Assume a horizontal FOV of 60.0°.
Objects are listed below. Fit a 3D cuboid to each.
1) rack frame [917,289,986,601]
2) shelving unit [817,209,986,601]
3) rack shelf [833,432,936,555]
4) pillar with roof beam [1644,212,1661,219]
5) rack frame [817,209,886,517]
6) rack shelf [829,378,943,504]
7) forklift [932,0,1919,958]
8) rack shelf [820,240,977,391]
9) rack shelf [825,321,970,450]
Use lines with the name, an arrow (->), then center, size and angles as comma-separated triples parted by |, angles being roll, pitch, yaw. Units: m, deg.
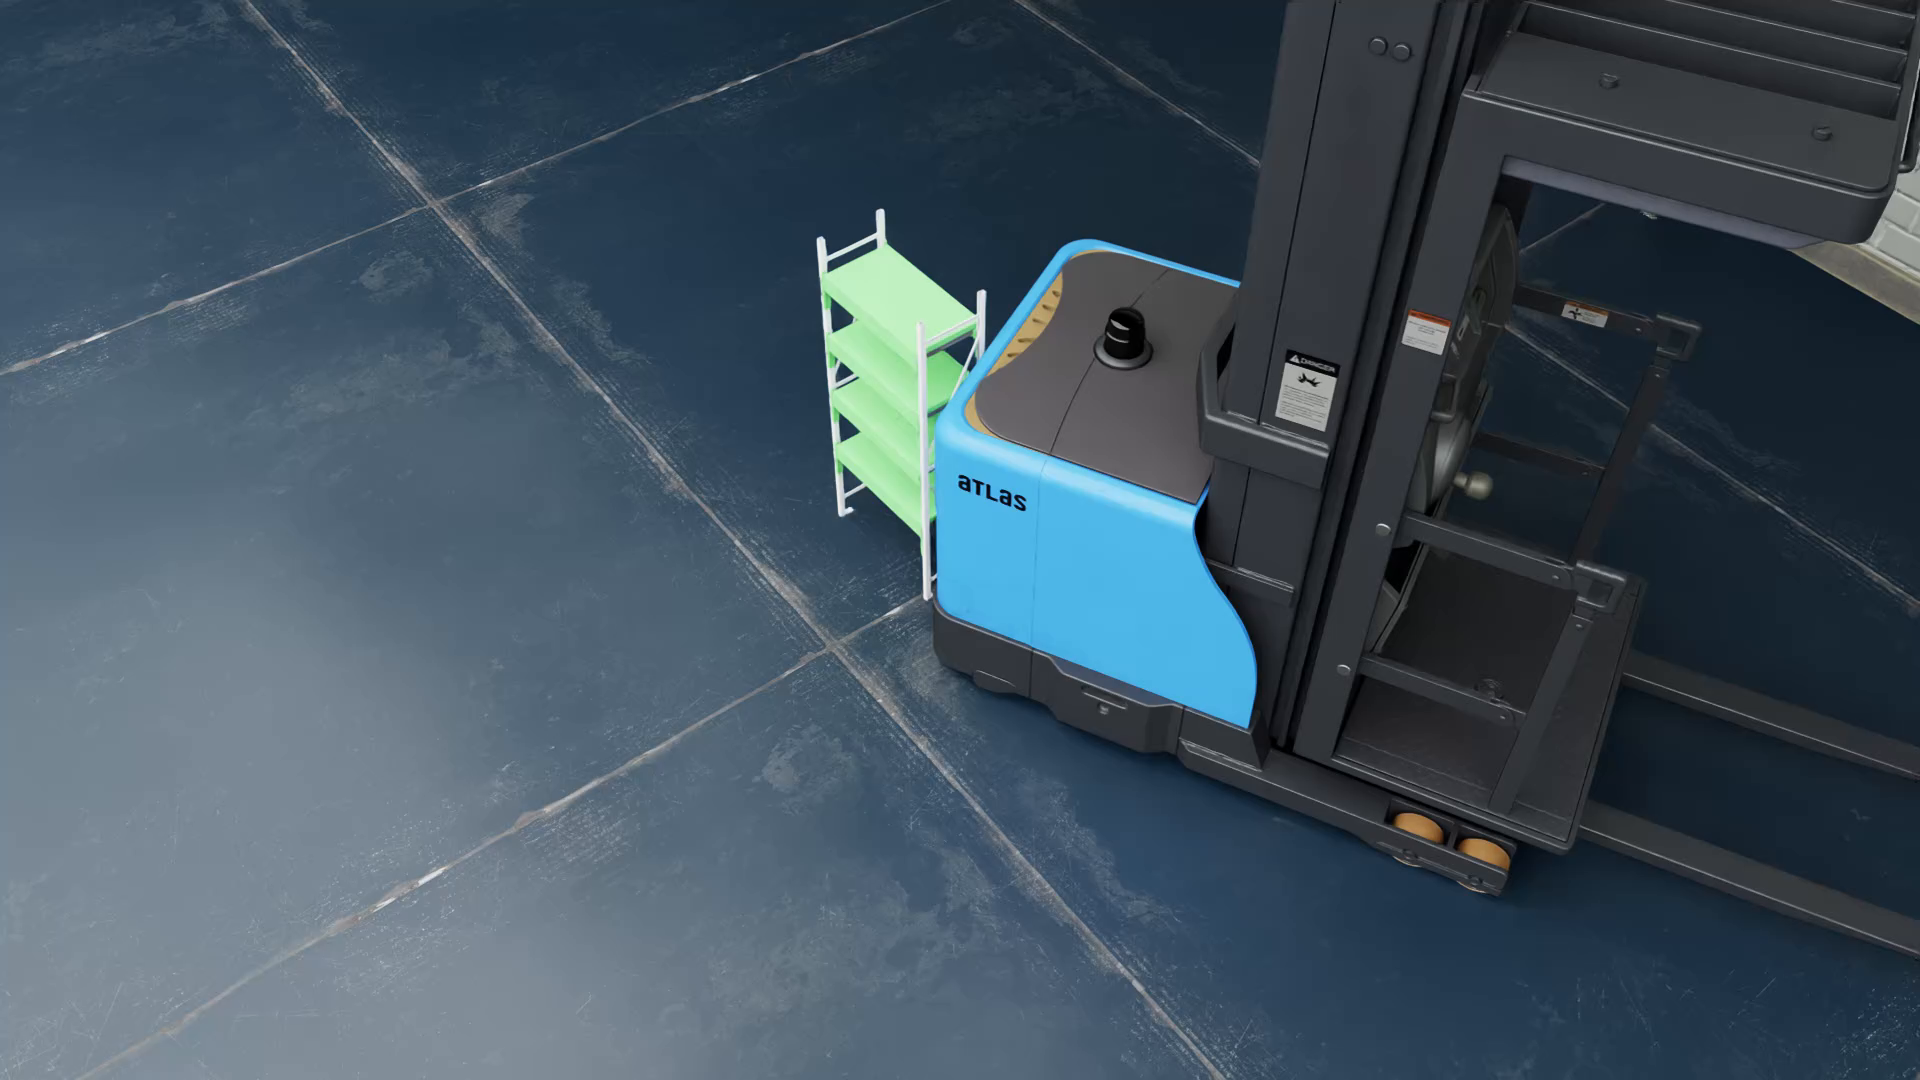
rack frame -> -0.024, -0.259, 5.175 | 0.240, 1.200, 0.015 | -31, 55, -25
shelving unit -> -0.175, -0.400, 5.303 | 0.258, 1.200, 0.503 | -31, 55, -25
rack shelf -> -0.175, -0.196, 5.528 | 0.258, 0.148, 0.480 | -31, 55, -25
pillar with roof beam -> -0.516, -2.618, 2.049 | 9.100, 9.000, 0.400 | -29, 54, -24
rack frame -> -0.327, -0.542, 5.431 | 0.240, 1.200, 0.015 | -31, 55, -25
rack shelf -> -0.175, -0.357, 5.350 | 0.258, 0.148, 0.480 | -31, 55, -25
forklift -> 1.468, -0.418, 4.150 | 3.031, 2.935, 1.130 | 20, 51, 17
rack shelf -> -0.175, -0.680, 4.995 | 0.258, 0.148, 0.480 | -31, 55, -25
rack shelf -> -0.175, -0.519, 5.173 | 0.258, 0.148, 0.480 | -31, 55, -25
